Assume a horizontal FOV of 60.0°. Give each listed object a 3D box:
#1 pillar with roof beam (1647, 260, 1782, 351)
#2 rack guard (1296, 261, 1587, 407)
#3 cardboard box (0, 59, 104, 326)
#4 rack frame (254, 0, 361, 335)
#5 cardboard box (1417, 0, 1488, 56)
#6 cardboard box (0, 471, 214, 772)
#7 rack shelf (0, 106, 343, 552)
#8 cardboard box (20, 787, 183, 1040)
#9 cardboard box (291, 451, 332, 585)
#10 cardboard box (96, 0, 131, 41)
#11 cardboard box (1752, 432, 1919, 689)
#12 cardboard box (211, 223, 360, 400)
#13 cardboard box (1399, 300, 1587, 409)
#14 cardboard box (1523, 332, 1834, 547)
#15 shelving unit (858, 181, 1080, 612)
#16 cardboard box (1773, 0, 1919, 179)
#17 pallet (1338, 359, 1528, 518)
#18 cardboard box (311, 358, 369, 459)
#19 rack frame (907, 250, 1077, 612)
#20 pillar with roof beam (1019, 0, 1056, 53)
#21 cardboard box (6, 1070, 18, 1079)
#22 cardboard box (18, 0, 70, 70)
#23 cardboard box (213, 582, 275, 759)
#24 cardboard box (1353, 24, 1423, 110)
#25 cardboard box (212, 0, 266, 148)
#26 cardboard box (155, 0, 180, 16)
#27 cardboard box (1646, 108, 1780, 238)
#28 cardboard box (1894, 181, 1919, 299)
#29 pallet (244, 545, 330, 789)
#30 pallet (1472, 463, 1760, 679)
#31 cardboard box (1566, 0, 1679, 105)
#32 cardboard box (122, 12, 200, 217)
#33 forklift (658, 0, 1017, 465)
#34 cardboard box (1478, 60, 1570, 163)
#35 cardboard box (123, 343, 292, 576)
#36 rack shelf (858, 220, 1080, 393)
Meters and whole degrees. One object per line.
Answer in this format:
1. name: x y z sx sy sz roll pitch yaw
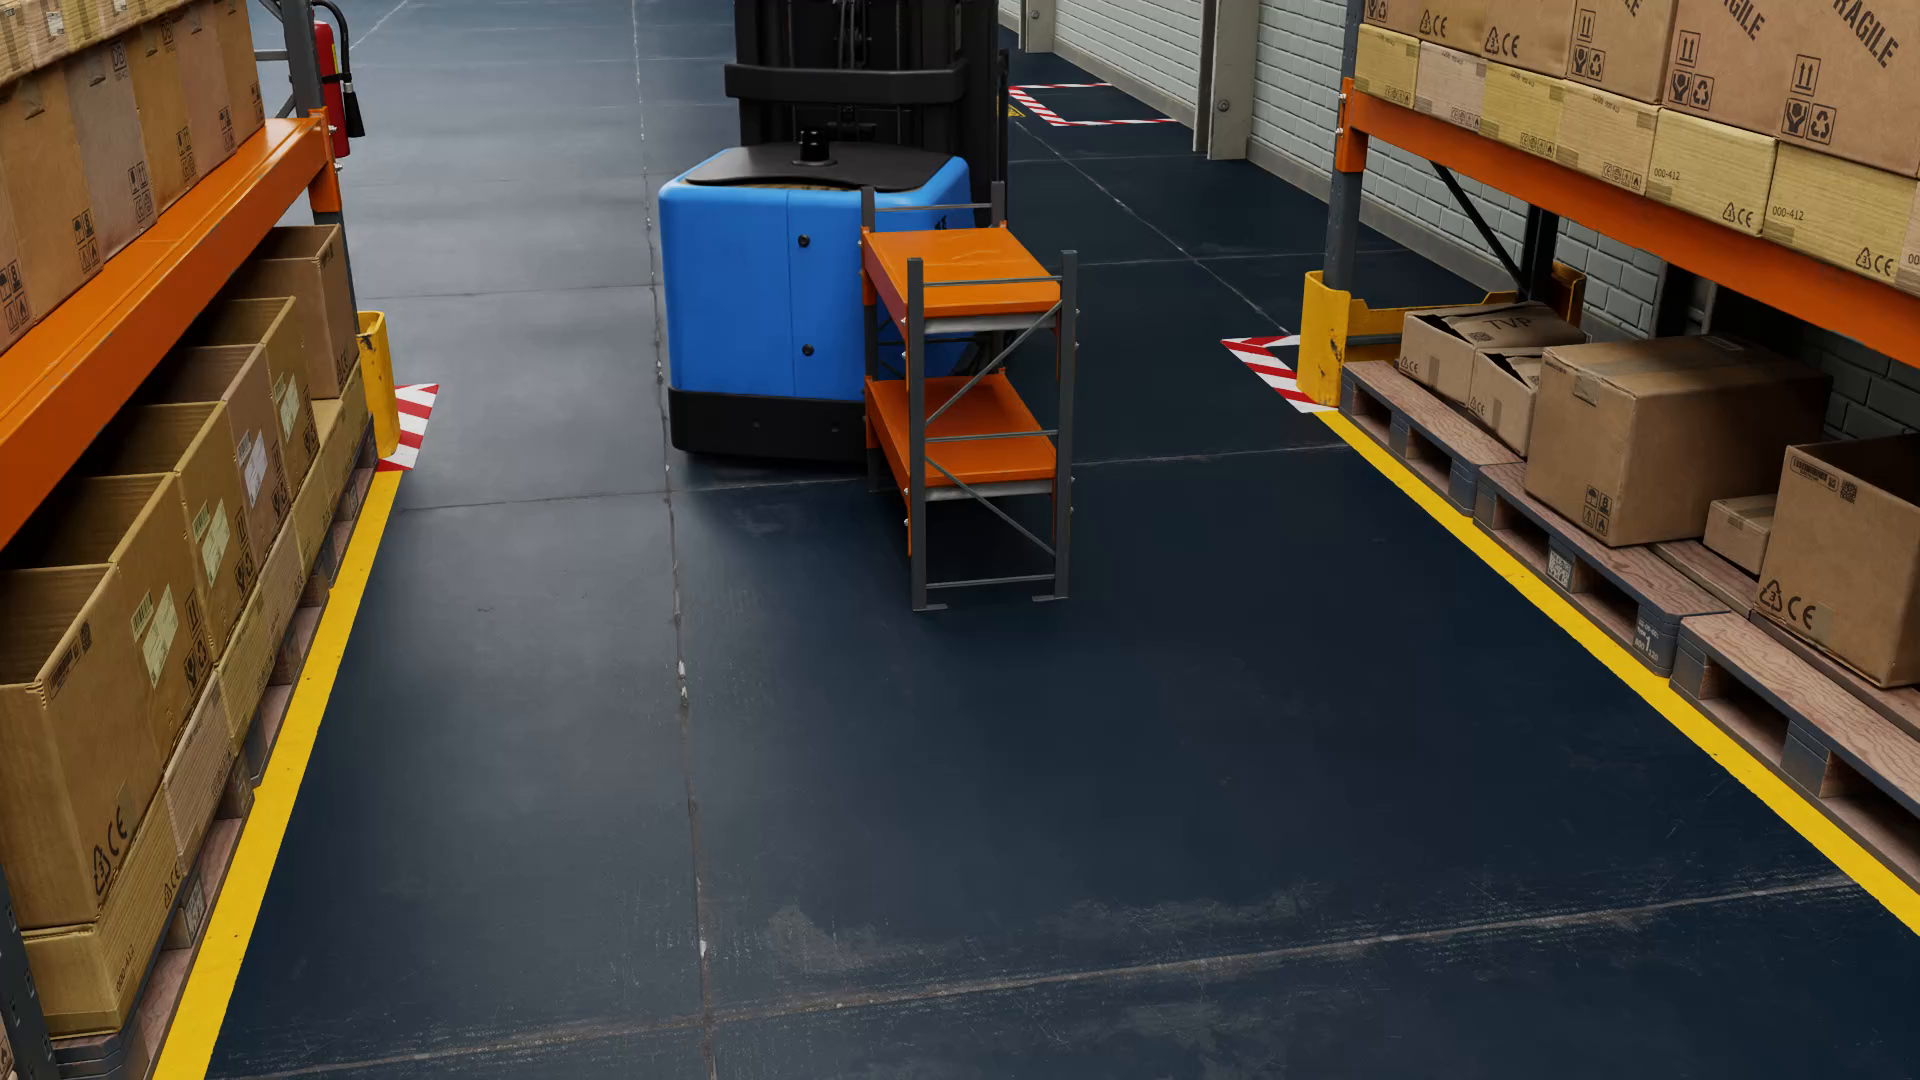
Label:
1. pillar with roof beam: -1.195 -4.294 4.338 9.100 9.000 0.400 -4 24 -10
2. rack guard: 2.070 -0.899 7.183 1.175 0.500 0.348 -4 24 -10
3. cardboard box: -2.353 -0.757 3.611 0.700 0.500 0.500 -4 24 -9
4. rack frame: -2.812 -1.706 5.909 1.000 3.000 0.127 -4 24 -10
5. cardboard box: 1.931 -1.953 5.700 0.500 0.500 0.500 -4 24 -10
6. cardboard box: -1.950 0.189 3.542 0.500 0.500 0.500 -4 24 -10
7. rack shelf: -2.442 -0.590 4.252 1.077 0.370 4.000 -4 24 -10
8. cardboard box: -1.860 0.730 3.242 0.500 0.250 0.500 -4 24 -10
9. cardboard box: -2.224 -0.057 5.044 0.500 0.250 0.500 -4 24 -10
10. cardboard box: -2.265 -1.303 4.051 0.380 0.149 0.250 -5 24 -10
11. cardboard box: 2.564 0.038 4.489 0.500 0.500 0.500 -6 24 -14
12. cardboard box: -2.420 -0.793 5.792 0.500 0.500 0.500 -4 24 -10
13. cardboard box: 2.096 -0.765 6.563 0.500 0.311 0.500 -7 25 -16
14. cardboard box: 2.287 -0.335 5.343 0.700 0.500 0.500 -6 24 -13
15. shelving unit: 0.001 -0.513 5.519 0.538 1.125 1.048 -4 24 -10
16. cardboard box: 2.306 -1.144 3.847 0.500 0.500 0.500 -4 24 -10
17. pallet: 2.186 -0.444 6.504 1.003 0.211 1.213 -4 24 -10
18. cardboard box: -2.422 -0.450 5.942 0.500 0.250 0.500 -4 24 -10
19. rack frame: 0.095 -0.313 5.061 0.500 1.125 0.032 -4 24 -10
20. pillar with roof beam: -3.414 -9.014 15.145 9.100 9.000 0.400 -4 24 -10
21. cardboard box: -1.710 1.076 2.448 0.500 0.250 0.500 -5 24 -10
22. cardboard box: -2.173 -1.103 3.591 0.380 0.149 0.250 -5 24 -11
23. cardboard box: -2.034 0.336 4.144 0.500 0.250 0.500 -4 24 -10
24. cardboard box: 1.834 -1.799 6.284 0.500 0.250 0.500 -5 24 -11
25. cardboard box: -2.738 -1.567 5.466 0.700 0.500 0.500 -4 24 -10
26. cardboard box: -2.363 -1.507 4.518 0.380 0.149 0.250 -4 24 -8
27. cardboard box: 2.218 -0.999 4.451 0.500 0.250 0.500 -4 24 -10
28. cardboard box: 2.410 -0.605 3.550 0.500 0.250 0.500 -4 24 -10
29. pallet: -2.407 0.348 4.689 1.003 0.211 1.213 -4 24 -10
30. pallet: 2.408 0.035 5.407 1.003 0.211 1.213 -4 24 -10
31. cardboard box: 2.127 -1.547 4.771 0.500 0.500 0.500 -4 24 -8
32. cardboard box: -2.550 -1.165 4.546 0.700 0.500 0.500 -4 24 -9
33. forklift: -0.341 -2.179 7.076 1.130 2.935 3.031 4 24 10
34. cardboard box: 2.033 -1.395 5.359 0.500 0.250 0.500 -5 24 -11
35. cardboard box: -2.129 -0.204 4.444 0.500 0.500 0.500 -4 24 -10
36. rack shelf: 0.001 -0.781 5.402 0.538 0.278 1.000 -4 24 -10
